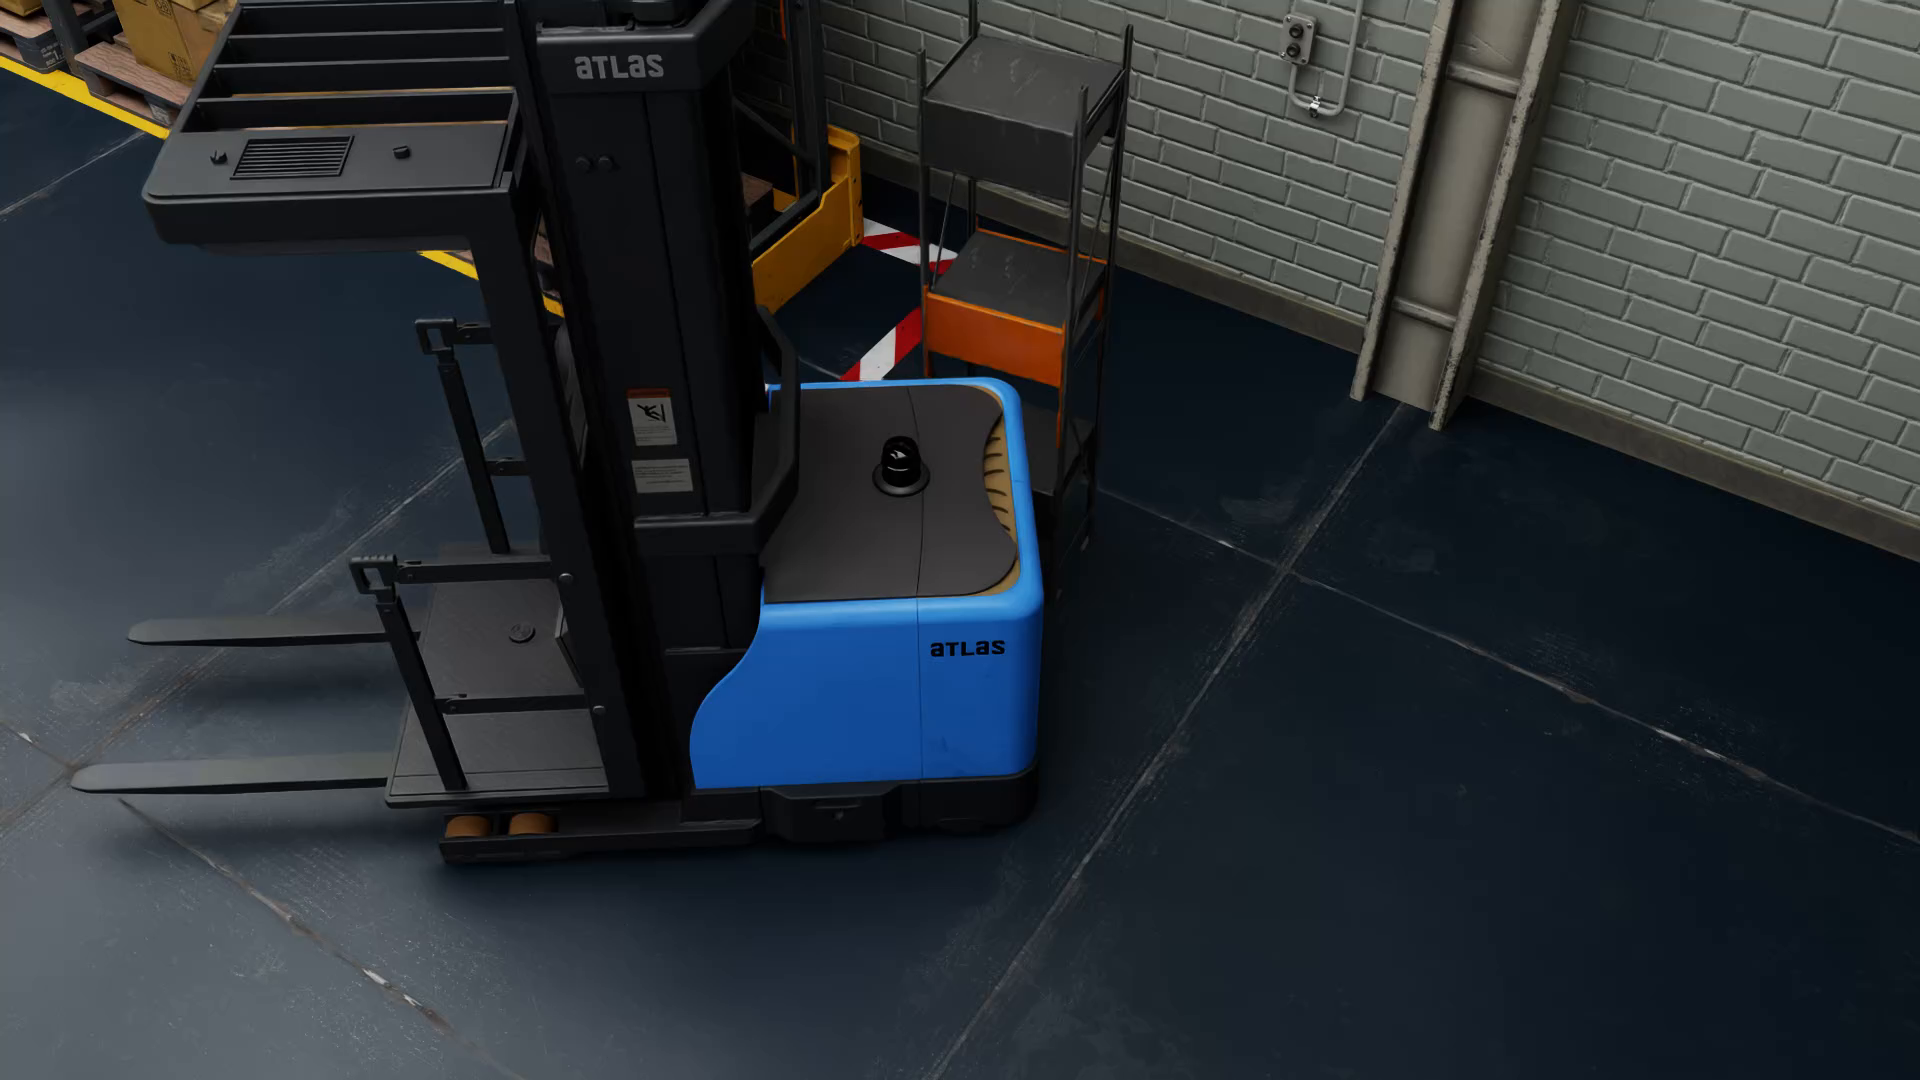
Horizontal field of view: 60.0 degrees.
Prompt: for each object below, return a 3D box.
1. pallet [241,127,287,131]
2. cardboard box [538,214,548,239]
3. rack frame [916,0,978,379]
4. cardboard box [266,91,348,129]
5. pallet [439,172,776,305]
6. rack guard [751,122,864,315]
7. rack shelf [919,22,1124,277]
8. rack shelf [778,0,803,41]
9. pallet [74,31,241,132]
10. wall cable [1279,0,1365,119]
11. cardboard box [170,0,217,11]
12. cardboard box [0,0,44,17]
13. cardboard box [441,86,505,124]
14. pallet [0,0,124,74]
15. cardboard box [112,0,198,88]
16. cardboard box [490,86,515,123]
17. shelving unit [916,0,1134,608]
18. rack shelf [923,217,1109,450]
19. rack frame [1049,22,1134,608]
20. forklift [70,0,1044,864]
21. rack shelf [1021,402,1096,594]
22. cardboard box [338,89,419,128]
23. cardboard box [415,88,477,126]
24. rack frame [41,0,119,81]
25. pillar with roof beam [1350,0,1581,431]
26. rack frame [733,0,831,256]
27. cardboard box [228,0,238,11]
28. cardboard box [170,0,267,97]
[{"bbox_3d":[-2.631,-1.936,7.984,1.213,0.211,1.003,25,51,22],"label":"pallet"},{"bbox_3d":[-1.536,-1.659,7.220,0.500,0.500,0.700,25,51,22],"label":"cardboard box"},{"bbox_3d":[-0.035,-0.760,5.525,0.015,2.100,0.400,18,48,17],"label":"rack frame"},{"bbox_3d":[-2.834,-2.249,7.794,0.500,0.500,0.700,26,51,23],"label":"cardboard box"},{"bbox_3d":[-1.608,-1.463,7.525,1.213,0.211,1.003,25,51,22],"label":"pallet"},{"bbox_3d":[-0.873,-1.292,7.157,0.348,0.500,1.175,25,51,22],"label":"rack guard"},{"bbox_3d":[0.187,-1.167,4.963,0.480,0.518,0.431,18,48,17],"label":"rack shelf"},{"bbox_3d":[-2.577,-2.696,7.280,4.000,0.370,1.077,25,51,22],"label":"rack shelf"},{"bbox_3d":[-3.662,-2.408,8.443,1.213,0.211,1.003,25,51,22],"label":"pallet"},{"bbox_3d":[0.695,-2.602,5.979,1.851,1.984,0.084,25,51,22],"label":"wall cable"},{"bbox_3d":[-3.496,-2.629,7.711,0.250,0.149,0.380,26,51,23],"label":"cardboard box"},{"bbox_3d":[-4.878,-3.292,8.563,0.750,0.750,0.750,25,51,23],"label":"cardboard box"},{"bbox_3d":[-1.958,-1.923,7.025,0.250,0.149,0.380,26,51,23],"label":"cardboard box"},{"bbox_3d":[-4.950,-3.003,9.021,1.213,0.211,1.003,25,51,22],"label":"pallet"},{"bbox_3d":[-3.686,-2.645,8.179,0.500,0.500,0.700,25,51,23],"label":"cardboard box"},{"bbox_3d":[-1.743,-1.824,6.929,0.250,0.149,0.380,24,51,22],"label":"cardboard box"},{"bbox_3d":[0.187,-0.689,5.455,0.503,2.100,0.431,18,48,17],"label":"shelving unit"},{"bbox_3d":[0.187,-0.679,5.465,0.480,0.518,0.431,18,48,17],"label":"rack shelf"},{"bbox_3d":[0.410,-0.618,5.386,0.015,2.100,0.400,18,48,17],"label":"rack frame"},{"bbox_3d":[-1.287,-0.393,4.588,3.031,2.935,1.130,-2,46,-2],"label":"forklift"},{"bbox_3d":[0.187,-0.192,5.967,0.480,0.518,0.431,18,48,17],"label":"rack shelf"},{"bbox_3d":[-2.381,-2.047,7.597,0.500,0.500,0.700,23,50,21],"label":"cardboard box"},{"bbox_3d":[-1.958,-1.852,7.409,0.500,0.500,0.700,25,51,22],"label":"cardboard box"},{"bbox_3d":[-4.260,-3.721,7.775,0.127,3.000,1.000,25,51,22],"label":"rack frame"},{"bbox_3d":[-0.478,-1.141,1.084,0.400,9.000,9.100,25,51,22],"label":"pillar with roof beam"},{"bbox_3d":[-0.893,-2.173,6.270,0.127,3.000,1.000,25,51,22],"label":"rack frame"},{"bbox_3d":[-3.057,-2.427,7.514,0.250,0.149,0.380,23,50,21],"label":"cardboard box"},{"bbox_3d":[-3.265,-2.449,7.988,0.500,0.500,0.700,24,51,22],"label":"cardboard box"}]
